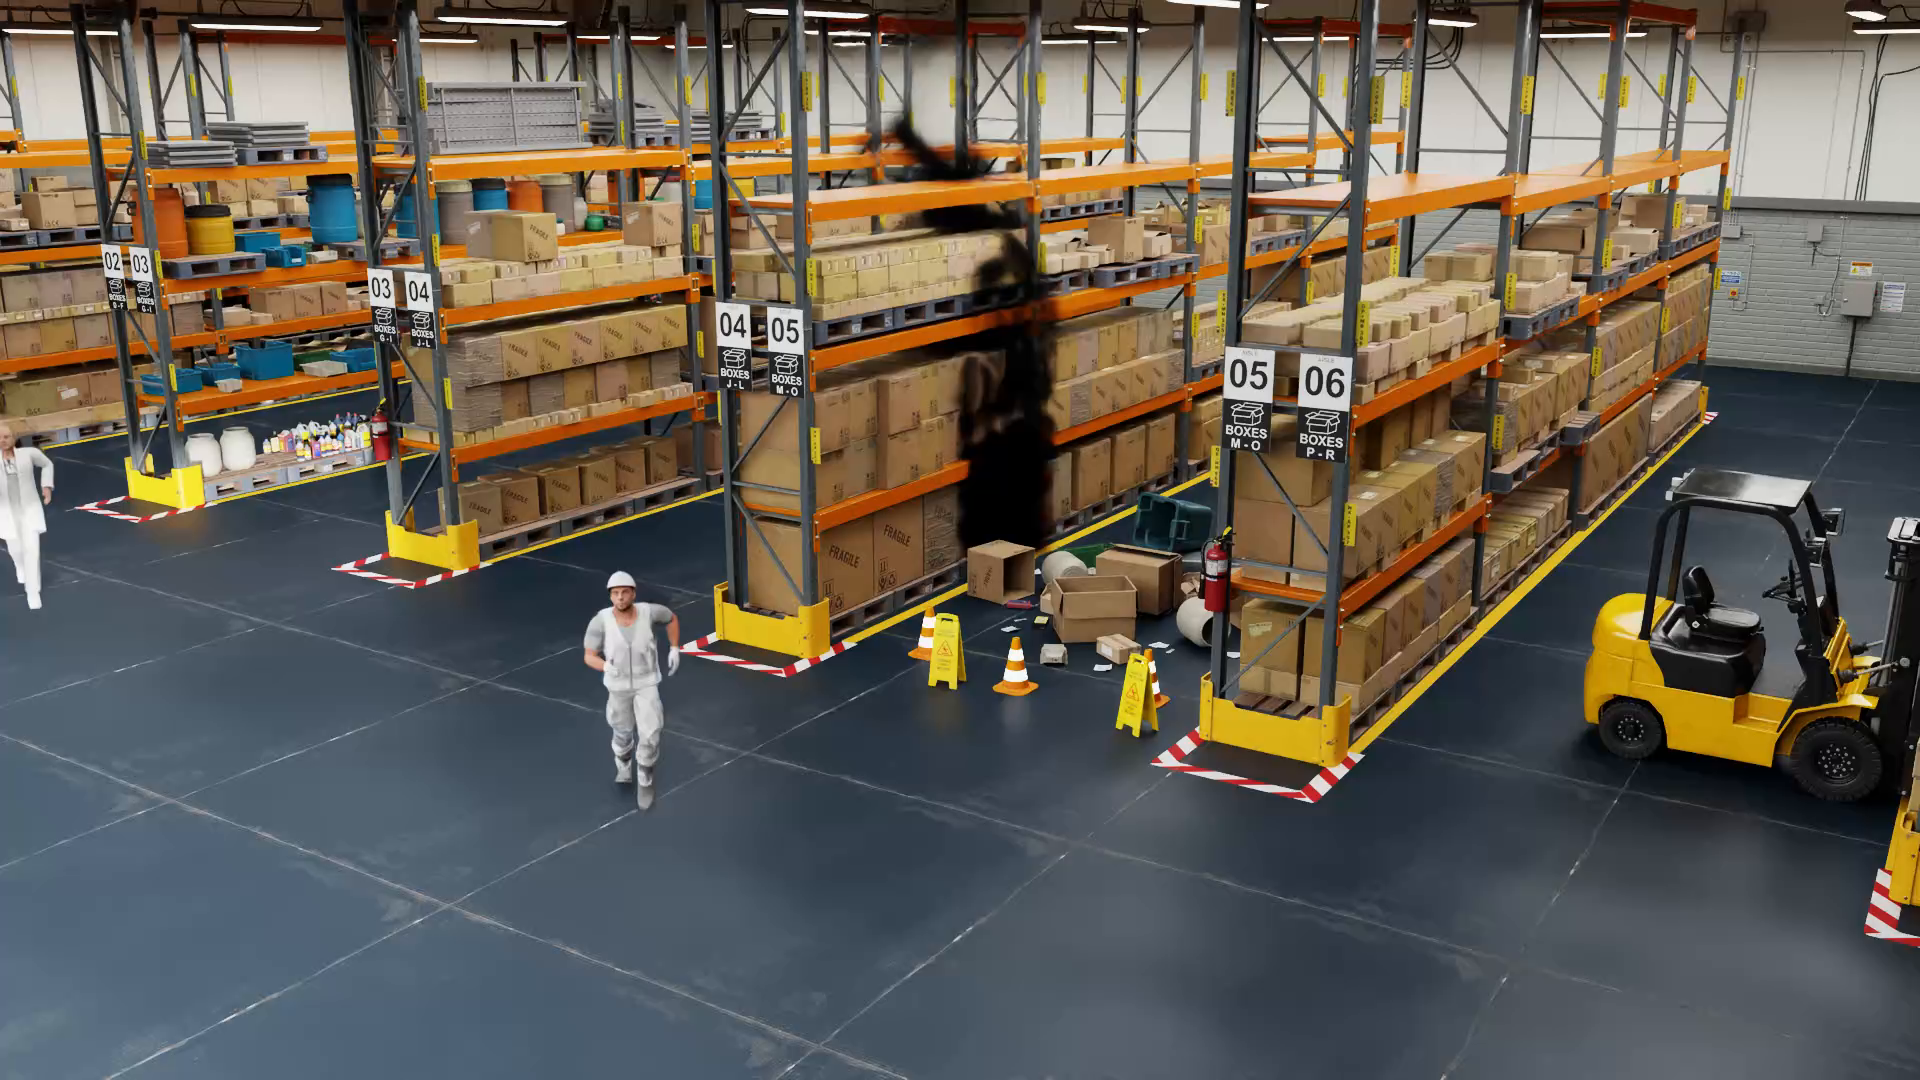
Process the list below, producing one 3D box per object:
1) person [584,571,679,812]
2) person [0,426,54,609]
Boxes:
[{"bbox_3d":[-2.355,1.071,12.029,0.671,1.789,0.883,-2,16,-9],"label":"person"},{"bbox_3d":[-9.574,-0.278,16.904,0.719,1.784,1.081,-7,17,-24],"label":"person"}]
